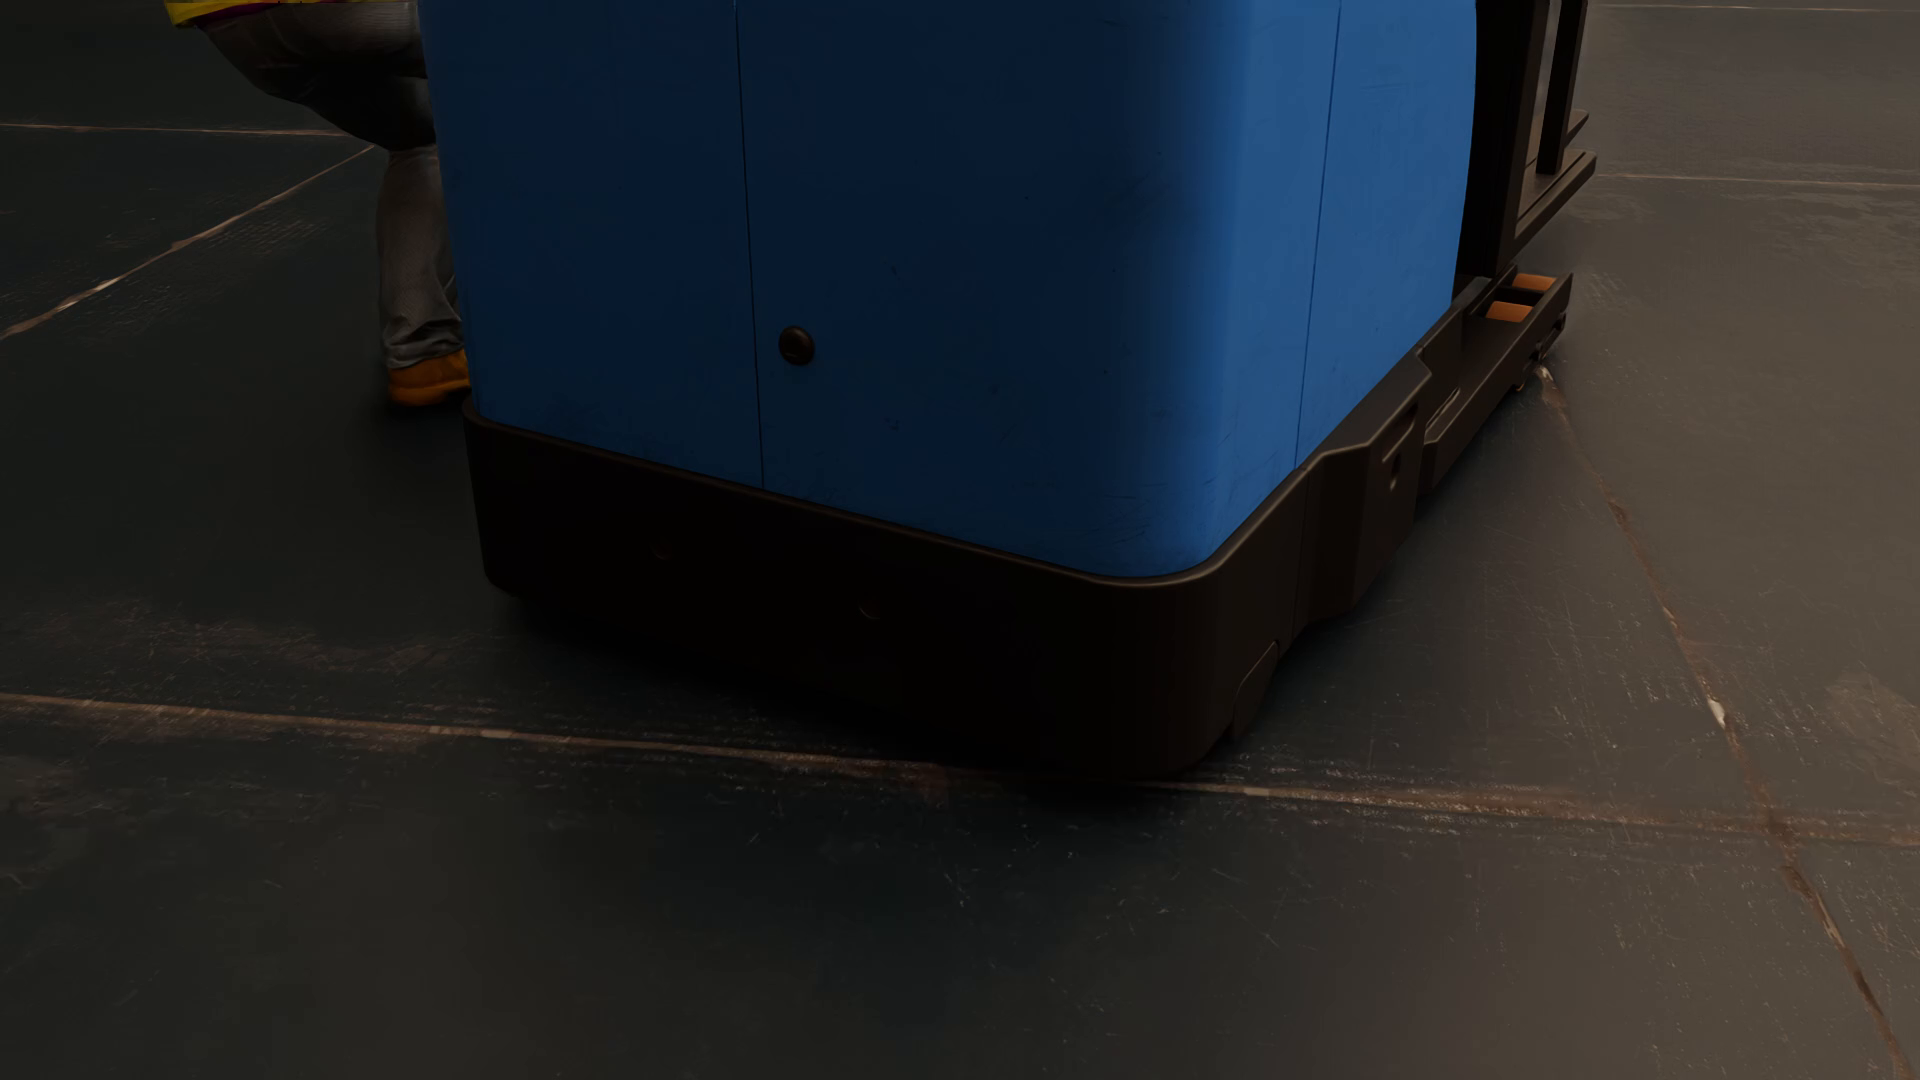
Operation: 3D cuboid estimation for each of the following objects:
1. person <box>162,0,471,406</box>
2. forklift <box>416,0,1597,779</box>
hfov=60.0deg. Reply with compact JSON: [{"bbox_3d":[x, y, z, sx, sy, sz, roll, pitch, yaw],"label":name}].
[{"bbox_3d":[-0.856,-1.033,2.883,1.308,1.501,0.918,7,27,14],"label":"person"},{"bbox_3d":[0.519,-1.671,2.567,1.130,2.935,3.031,14,30,26],"label":"forklift"}]
